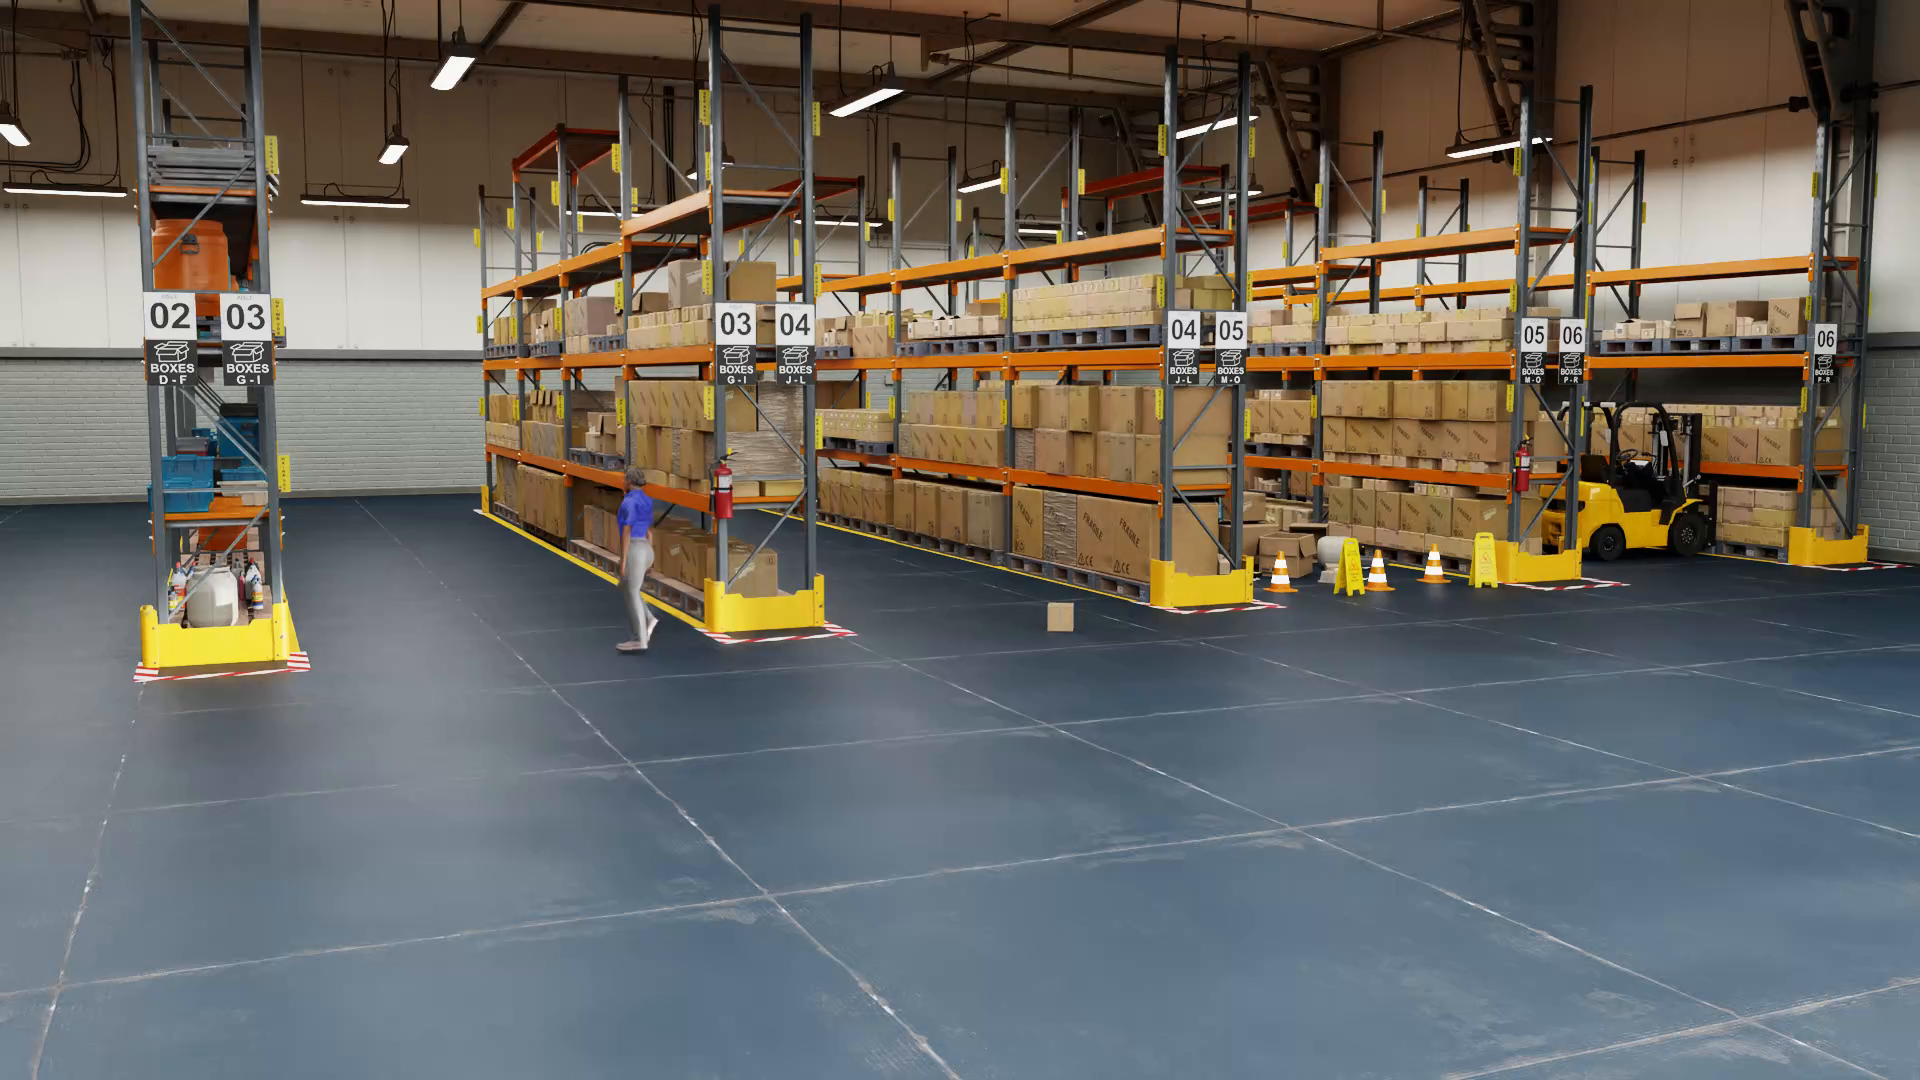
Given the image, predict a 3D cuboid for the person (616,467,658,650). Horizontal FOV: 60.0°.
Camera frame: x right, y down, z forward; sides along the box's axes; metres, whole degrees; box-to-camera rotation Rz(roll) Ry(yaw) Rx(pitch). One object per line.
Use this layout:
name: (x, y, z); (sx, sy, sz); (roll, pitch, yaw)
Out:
person: (-2.976, 0.162, 15.147); (0.449, 1.644, 0.486); (1, 6, 14)
